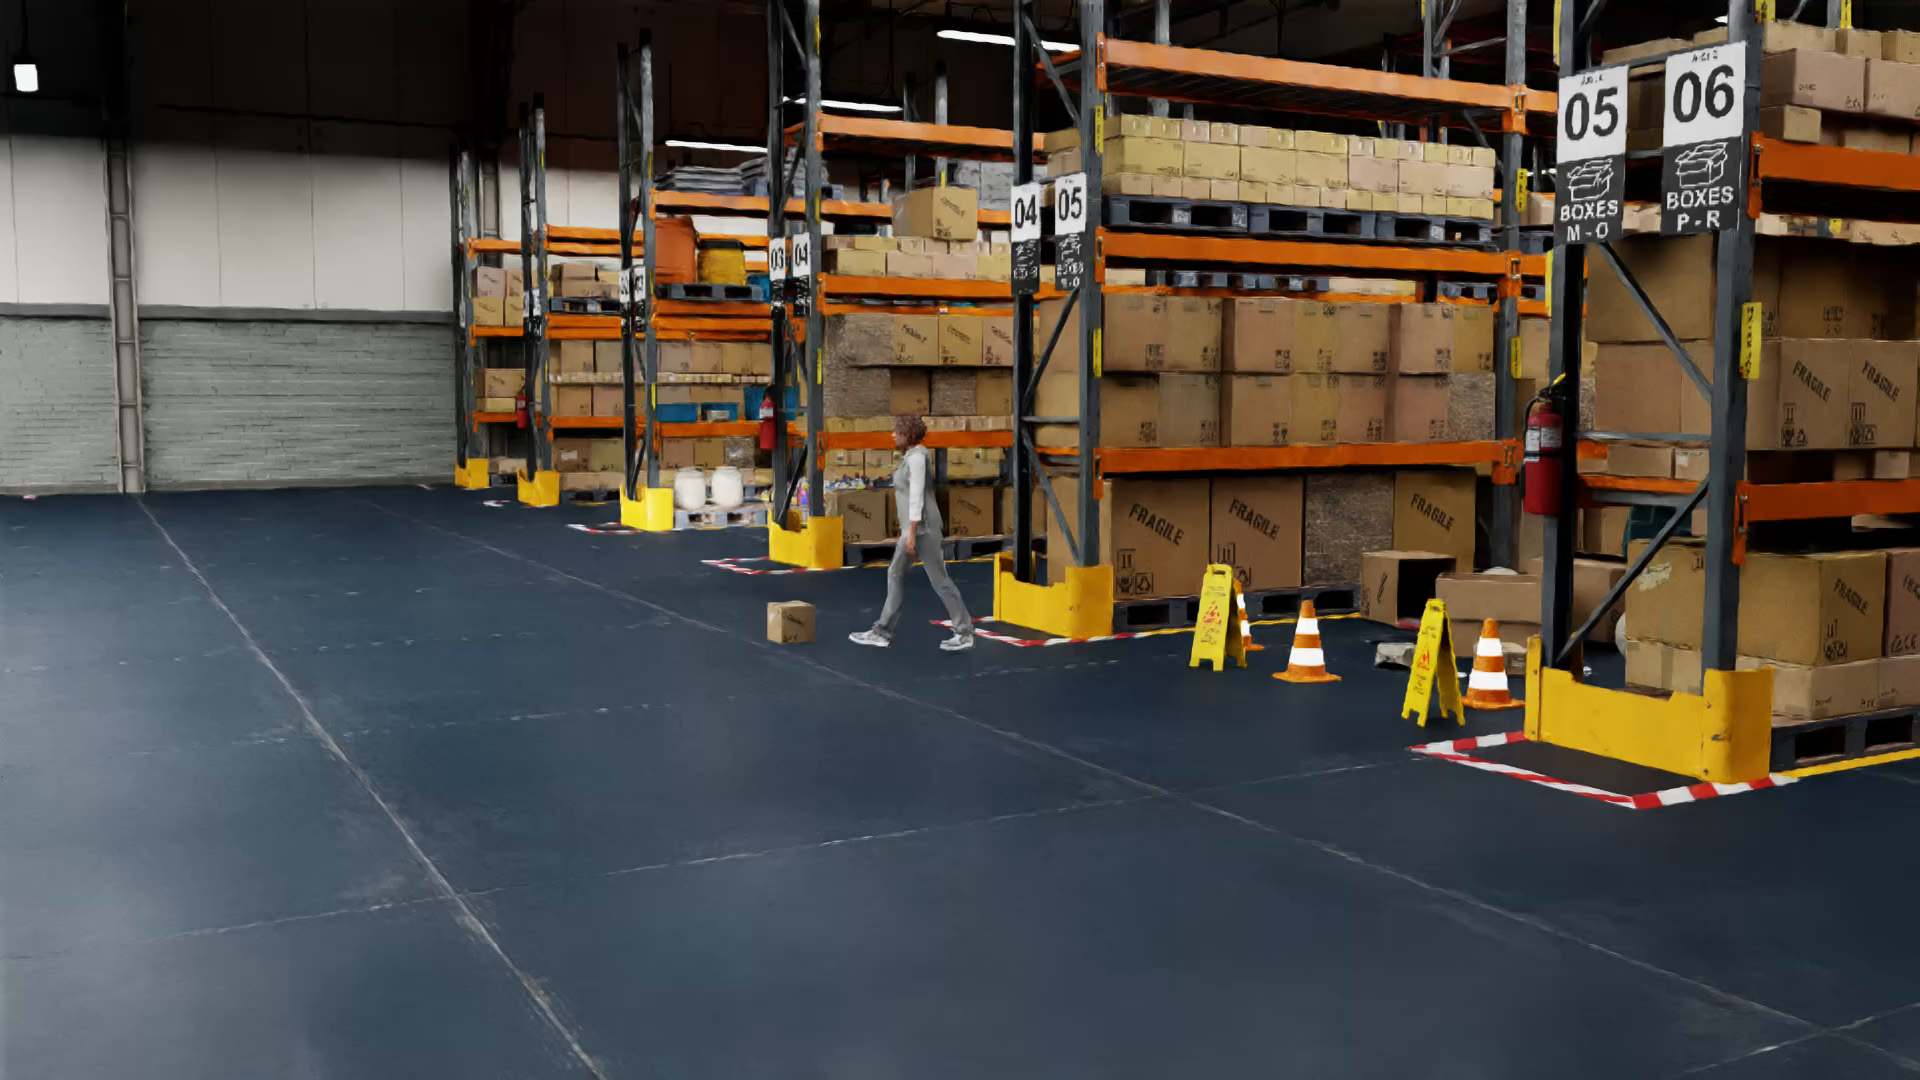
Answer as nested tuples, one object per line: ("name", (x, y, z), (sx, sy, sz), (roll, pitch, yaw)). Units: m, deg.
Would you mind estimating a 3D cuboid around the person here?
("person", (-0.307, -0.061, 10.825), (0.819, 1.551, 0.451), (-1, 5, -9))
